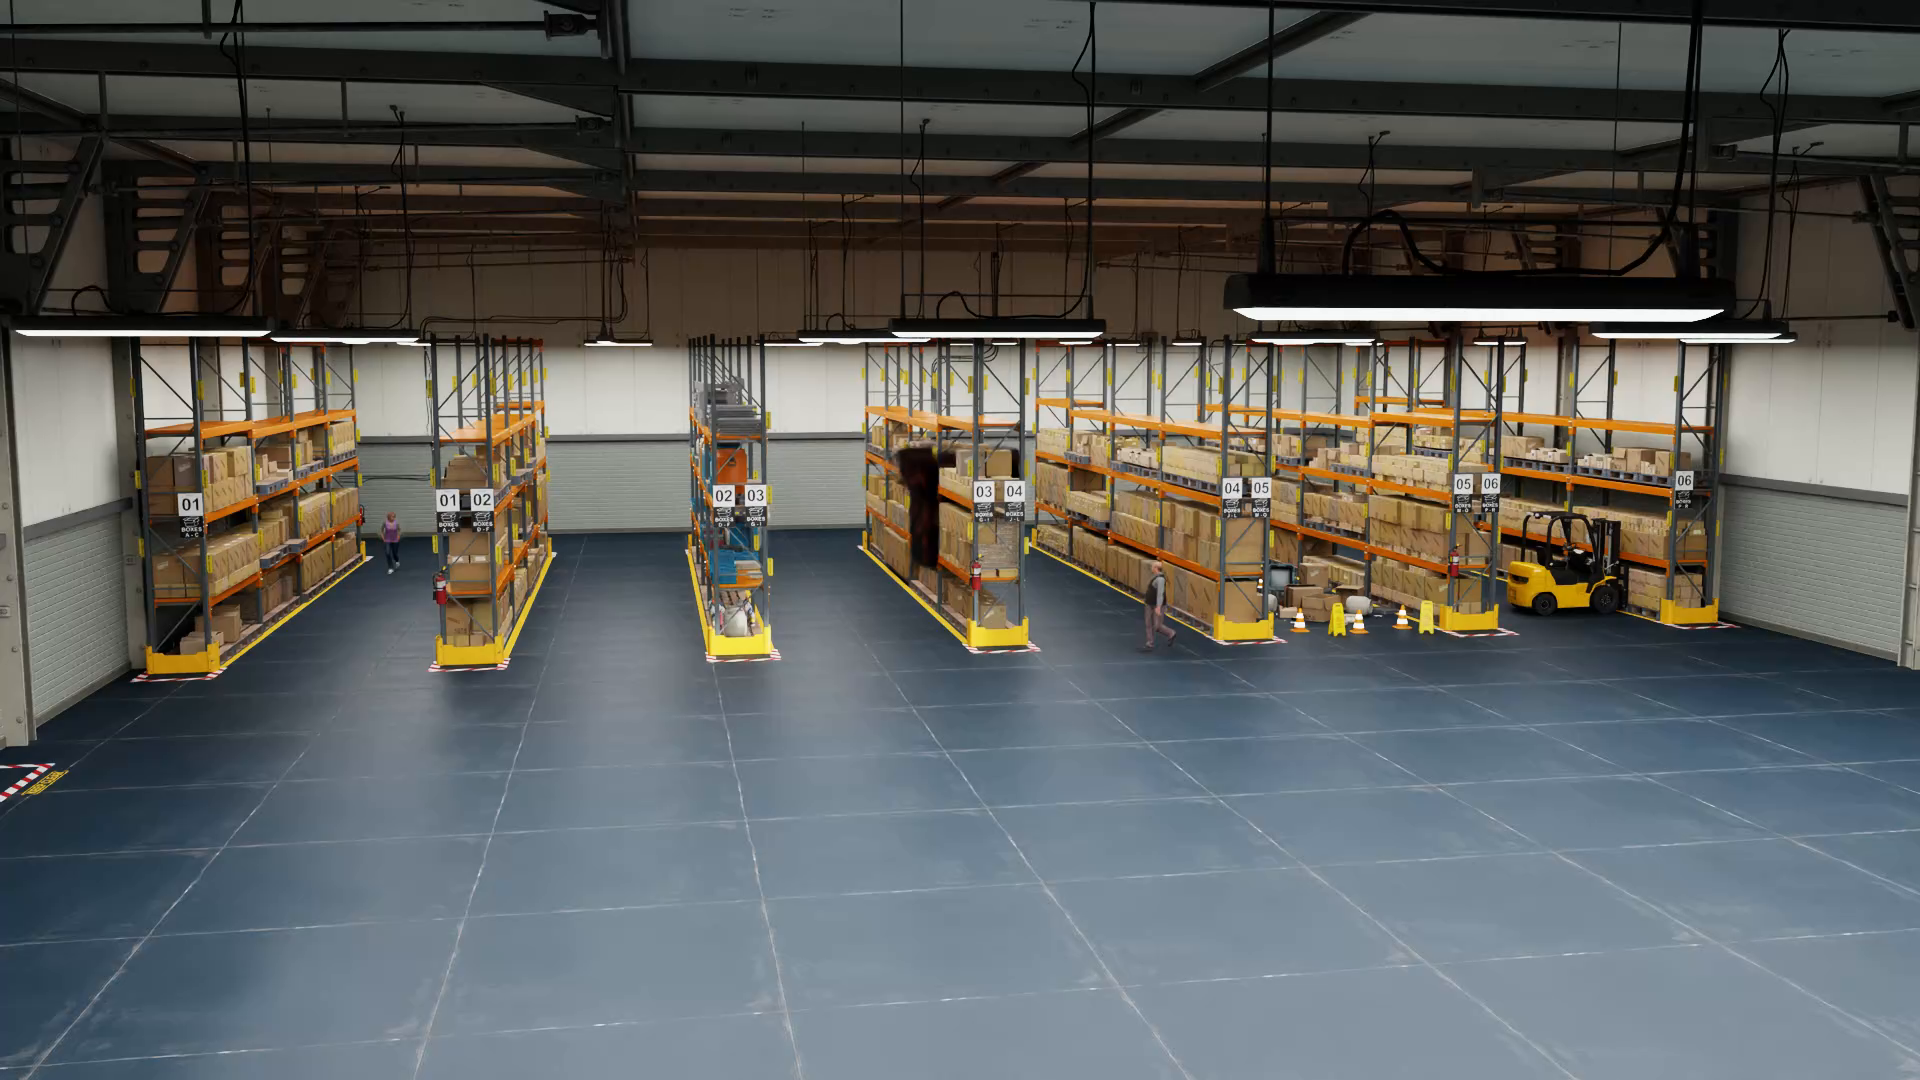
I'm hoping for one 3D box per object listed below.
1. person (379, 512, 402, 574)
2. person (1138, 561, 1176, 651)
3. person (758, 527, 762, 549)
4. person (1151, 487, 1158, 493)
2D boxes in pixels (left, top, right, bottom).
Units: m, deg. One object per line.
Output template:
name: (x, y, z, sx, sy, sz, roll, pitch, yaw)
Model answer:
person: (-14.646, 0.061, 42.800, 0.553, 1.588, 0.648, -1, 7, -7)
person: (3.764, 1.253, 31.598, 0.691, 1.713, 0.519, -5, 8, -36)
person: (-5.921, -0.560, 47.803, 0.588, 1.695, 0.449, 4, 8, 34)
person: (5.964, -0.931, 50.497, 0.857, 1.728, 0.592, -1, 7, -12)
